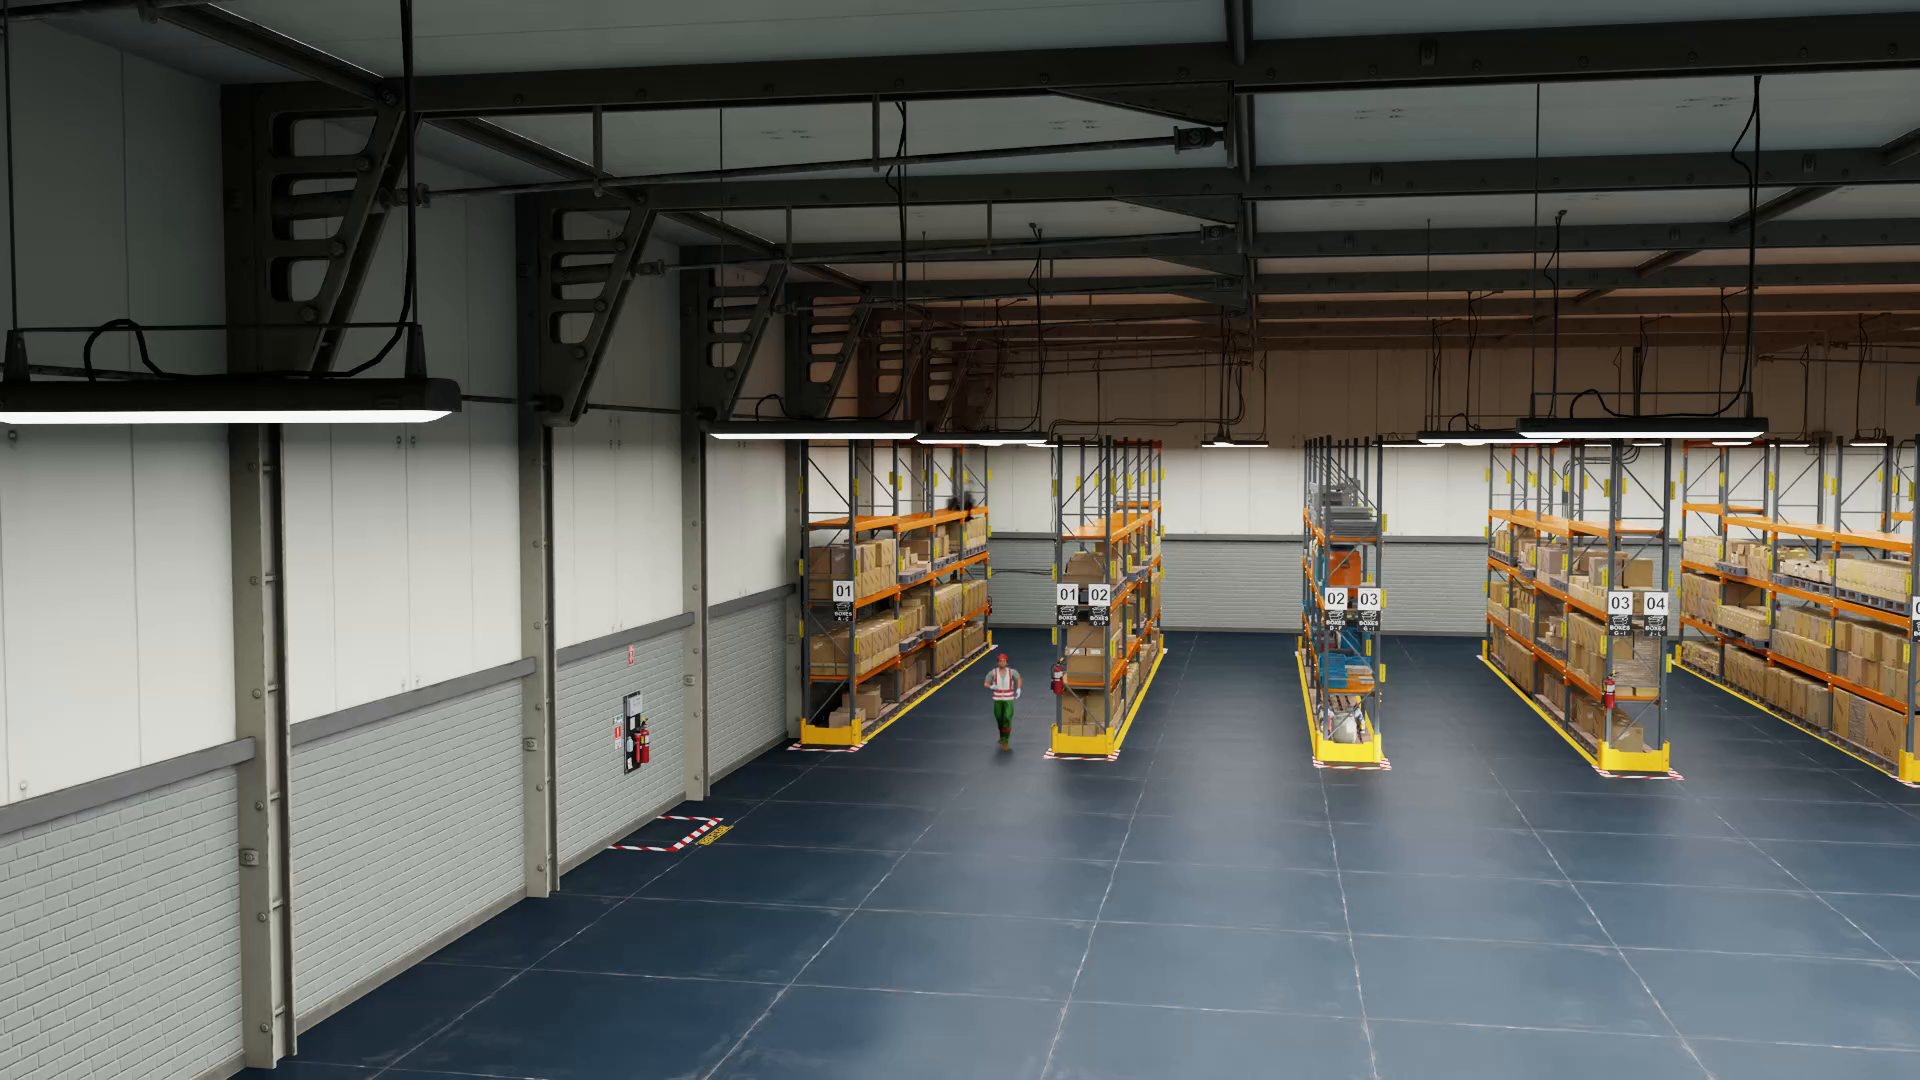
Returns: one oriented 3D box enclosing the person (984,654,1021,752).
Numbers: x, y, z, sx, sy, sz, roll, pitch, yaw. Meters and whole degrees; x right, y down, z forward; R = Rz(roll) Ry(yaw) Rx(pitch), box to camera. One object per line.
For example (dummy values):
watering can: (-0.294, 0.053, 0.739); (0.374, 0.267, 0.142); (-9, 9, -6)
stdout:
person: (0.818, 3.101, 31.922); (0.716, 1.819, 0.847); (0, 3, 3)

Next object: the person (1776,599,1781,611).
person: (22.242, 2.441, 45.311); (0.931, 1.659, 0.585); (0, 3, 4)
